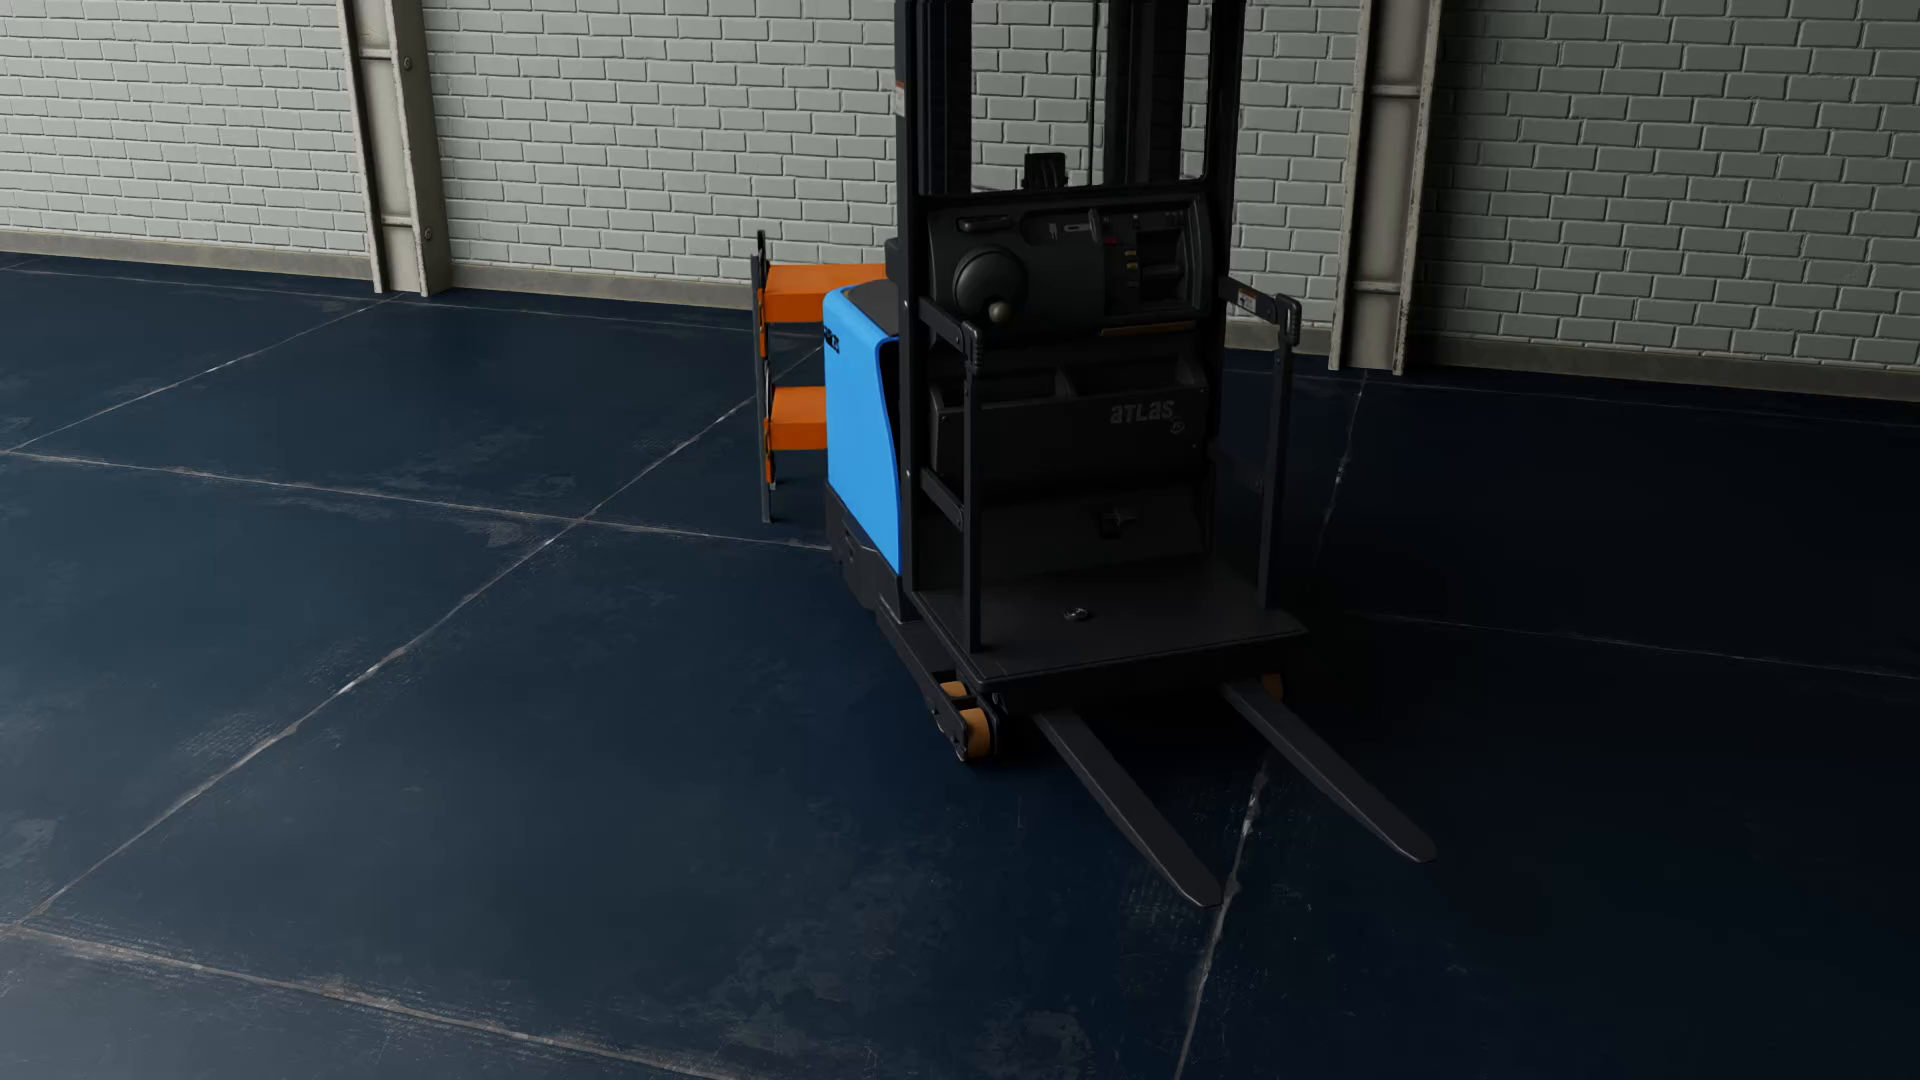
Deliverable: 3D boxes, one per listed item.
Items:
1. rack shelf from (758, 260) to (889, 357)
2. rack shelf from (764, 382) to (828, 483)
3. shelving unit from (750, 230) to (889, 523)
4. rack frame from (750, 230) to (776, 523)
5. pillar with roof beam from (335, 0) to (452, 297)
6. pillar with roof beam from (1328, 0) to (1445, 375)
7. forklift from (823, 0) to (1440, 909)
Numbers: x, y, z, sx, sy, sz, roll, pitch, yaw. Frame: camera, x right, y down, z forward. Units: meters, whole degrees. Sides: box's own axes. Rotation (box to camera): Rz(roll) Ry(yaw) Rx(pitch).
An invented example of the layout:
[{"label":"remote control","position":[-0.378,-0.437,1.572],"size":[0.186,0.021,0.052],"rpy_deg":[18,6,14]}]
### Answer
[{"label":"rack shelf","position":[-0.313,-0.968,6.877],"size":[1.000,0.278,0.538],"rpy_deg":[-1,22,-3]},{"label":"rack shelf","position":[-0.313,-0.471,7.081],"size":[1.000,0.278,0.538],"rpy_deg":[-1,22,-3]},{"label":"shelving unit","position":[-0.313,-0.697,6.988],"size":[1.048,1.125,0.538],"rpy_deg":[-1,22,-3]},{"label":"rack frame","position":[-0.821,-0.687,6.963],"size":[0.032,1.125,0.500],"rpy_deg":[-1,22,-3]},{"label":"pillar with roof beam","position":[-4.754,-4.217,5.193],"size":[0.400,9.000,9.100],"rpy_deg":[7,23,16]},{"label":"pillar with roof beam","position":[0.990,-3.559,3.589],"size":[0.400,9.000,9.100],"rpy_deg":[7,23,16]},{"label":"forklift","position":[0.420,-0.847,4.973],"size":[1.130,2.935,3.031],"rpy_deg":[-7,23,-17]}]
